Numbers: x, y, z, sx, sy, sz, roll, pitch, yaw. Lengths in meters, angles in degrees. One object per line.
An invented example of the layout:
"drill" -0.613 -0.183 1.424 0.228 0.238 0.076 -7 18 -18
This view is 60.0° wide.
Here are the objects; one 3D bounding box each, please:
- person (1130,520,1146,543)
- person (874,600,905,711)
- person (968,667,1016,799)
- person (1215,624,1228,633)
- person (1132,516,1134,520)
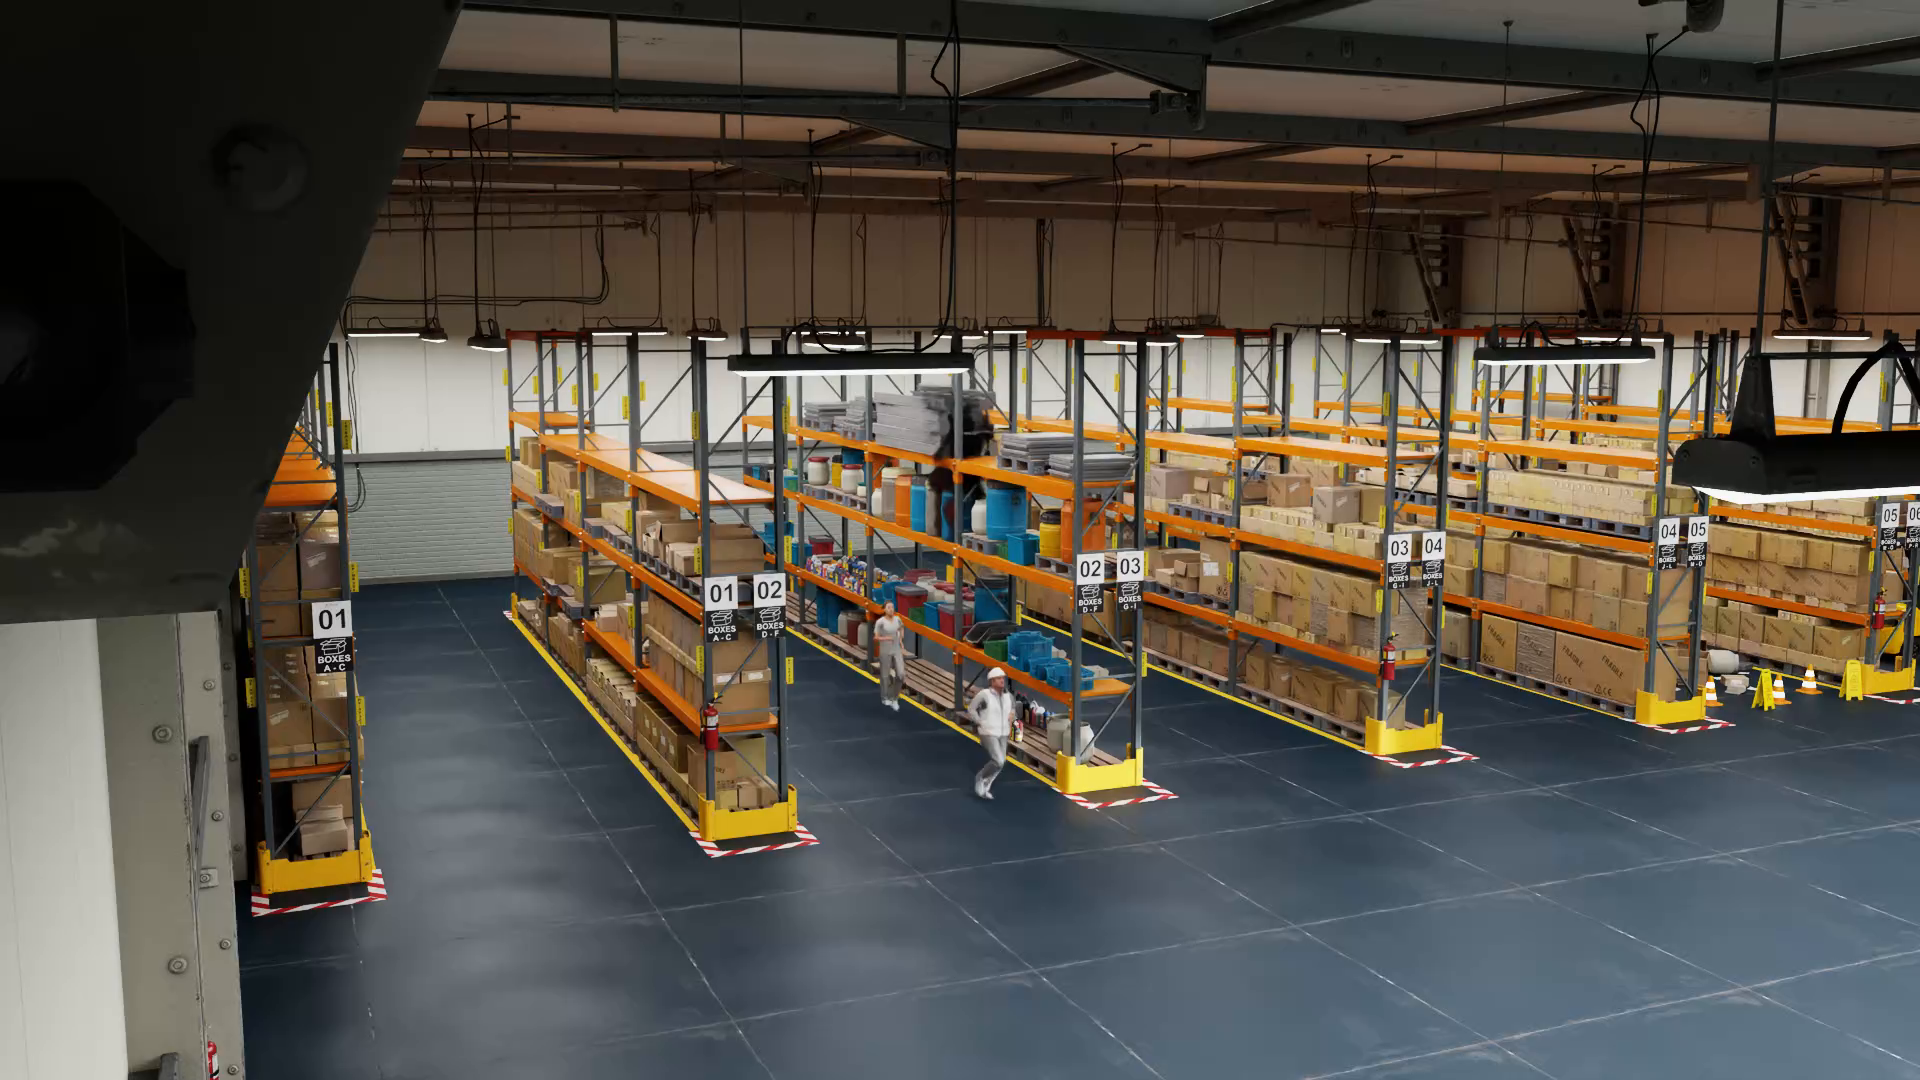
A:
"person" 4.023 0.342 38.027 0.604 1.657 0.534 -3 8 -23
"person" -1.043 1.776 25.494 0.547 1.720 0.623 -3 8 -23
"person" 0.501 2.534 21.797 0.667 1.725 0.566 -6 10 -36
"person" 5.060 1.153 31.758 0.673 1.775 0.817 -3 8 -21
"person" 4.466 -0.198 41.813 0.796 1.697 0.820 -2 8 -14
